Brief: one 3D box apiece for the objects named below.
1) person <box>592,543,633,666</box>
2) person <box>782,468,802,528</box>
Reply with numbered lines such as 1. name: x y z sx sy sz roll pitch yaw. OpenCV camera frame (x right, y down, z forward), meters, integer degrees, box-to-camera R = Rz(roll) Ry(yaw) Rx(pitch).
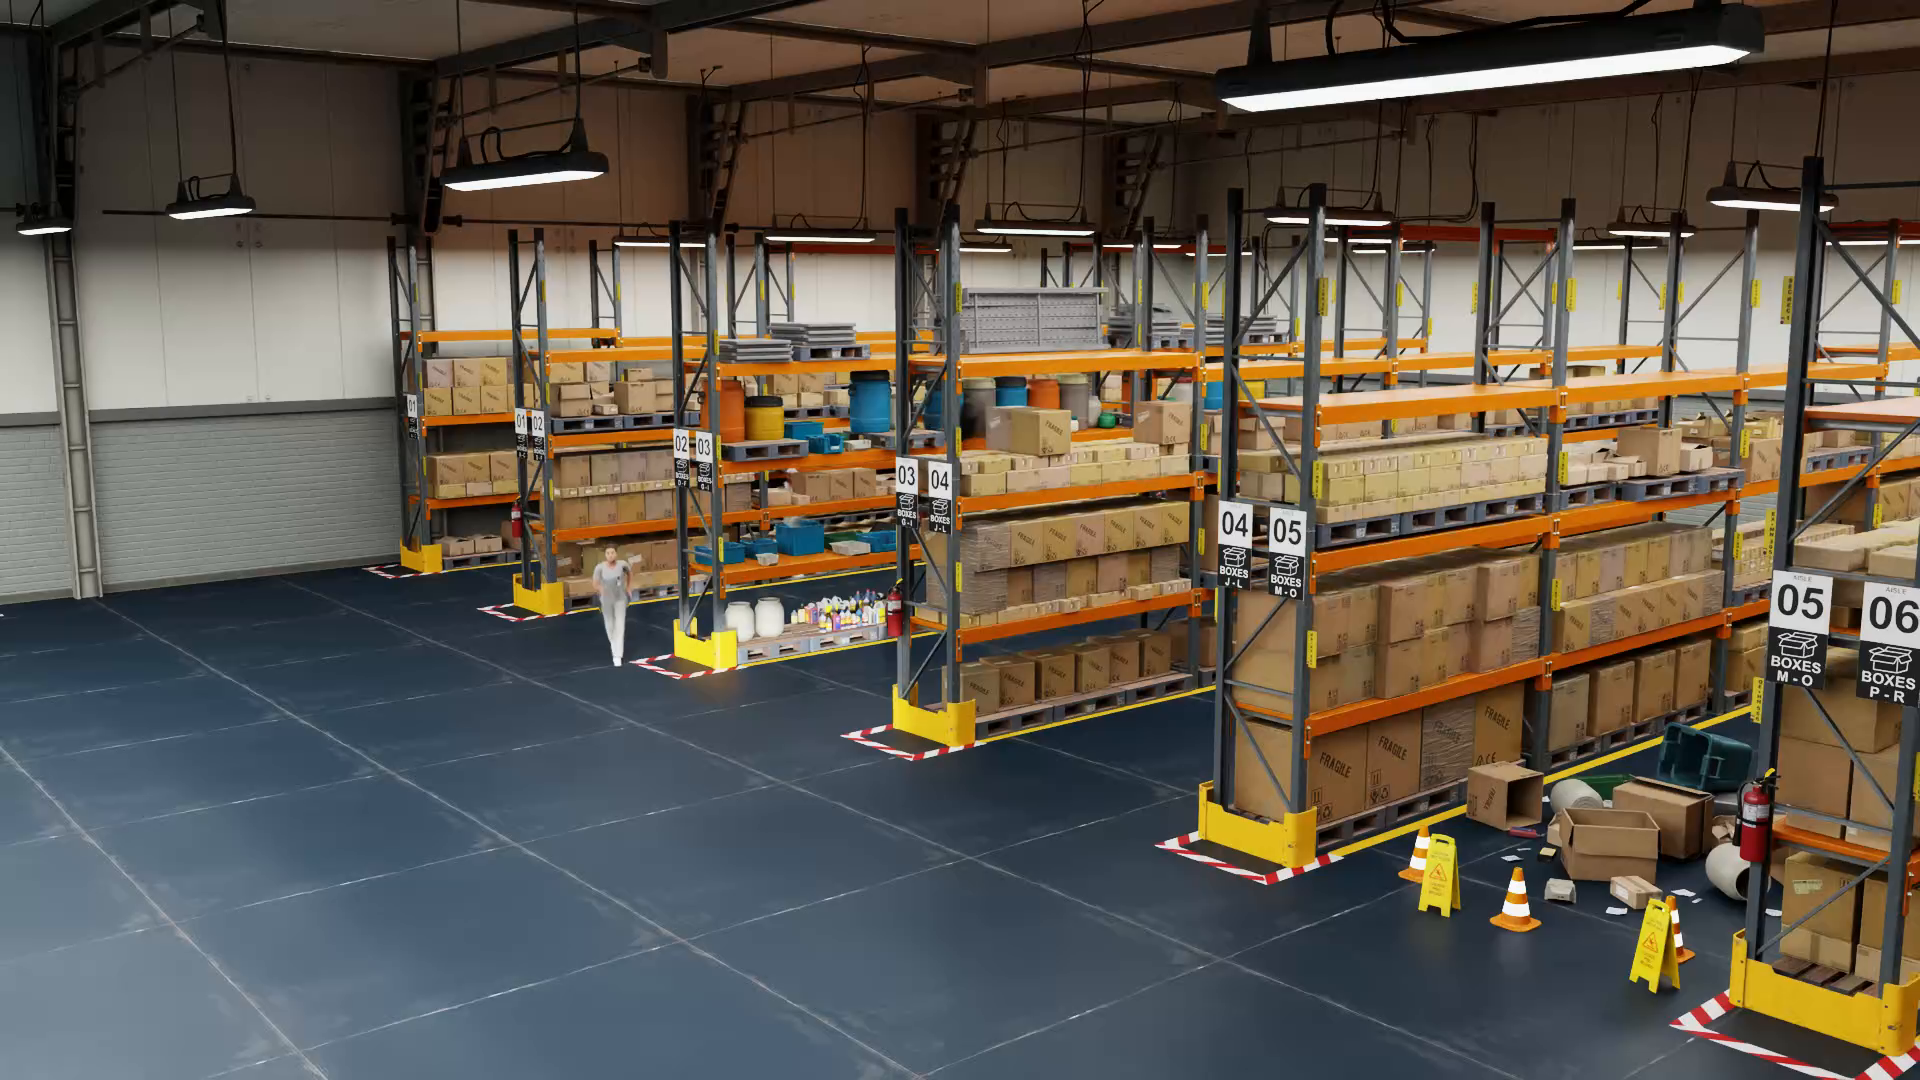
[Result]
1. person: -4.765 0.841 22.838 0.541 1.637 1.007 -1 9 -7
2. person: -3.106 -0.522 31.564 0.673 1.735 0.676 7 11 38
